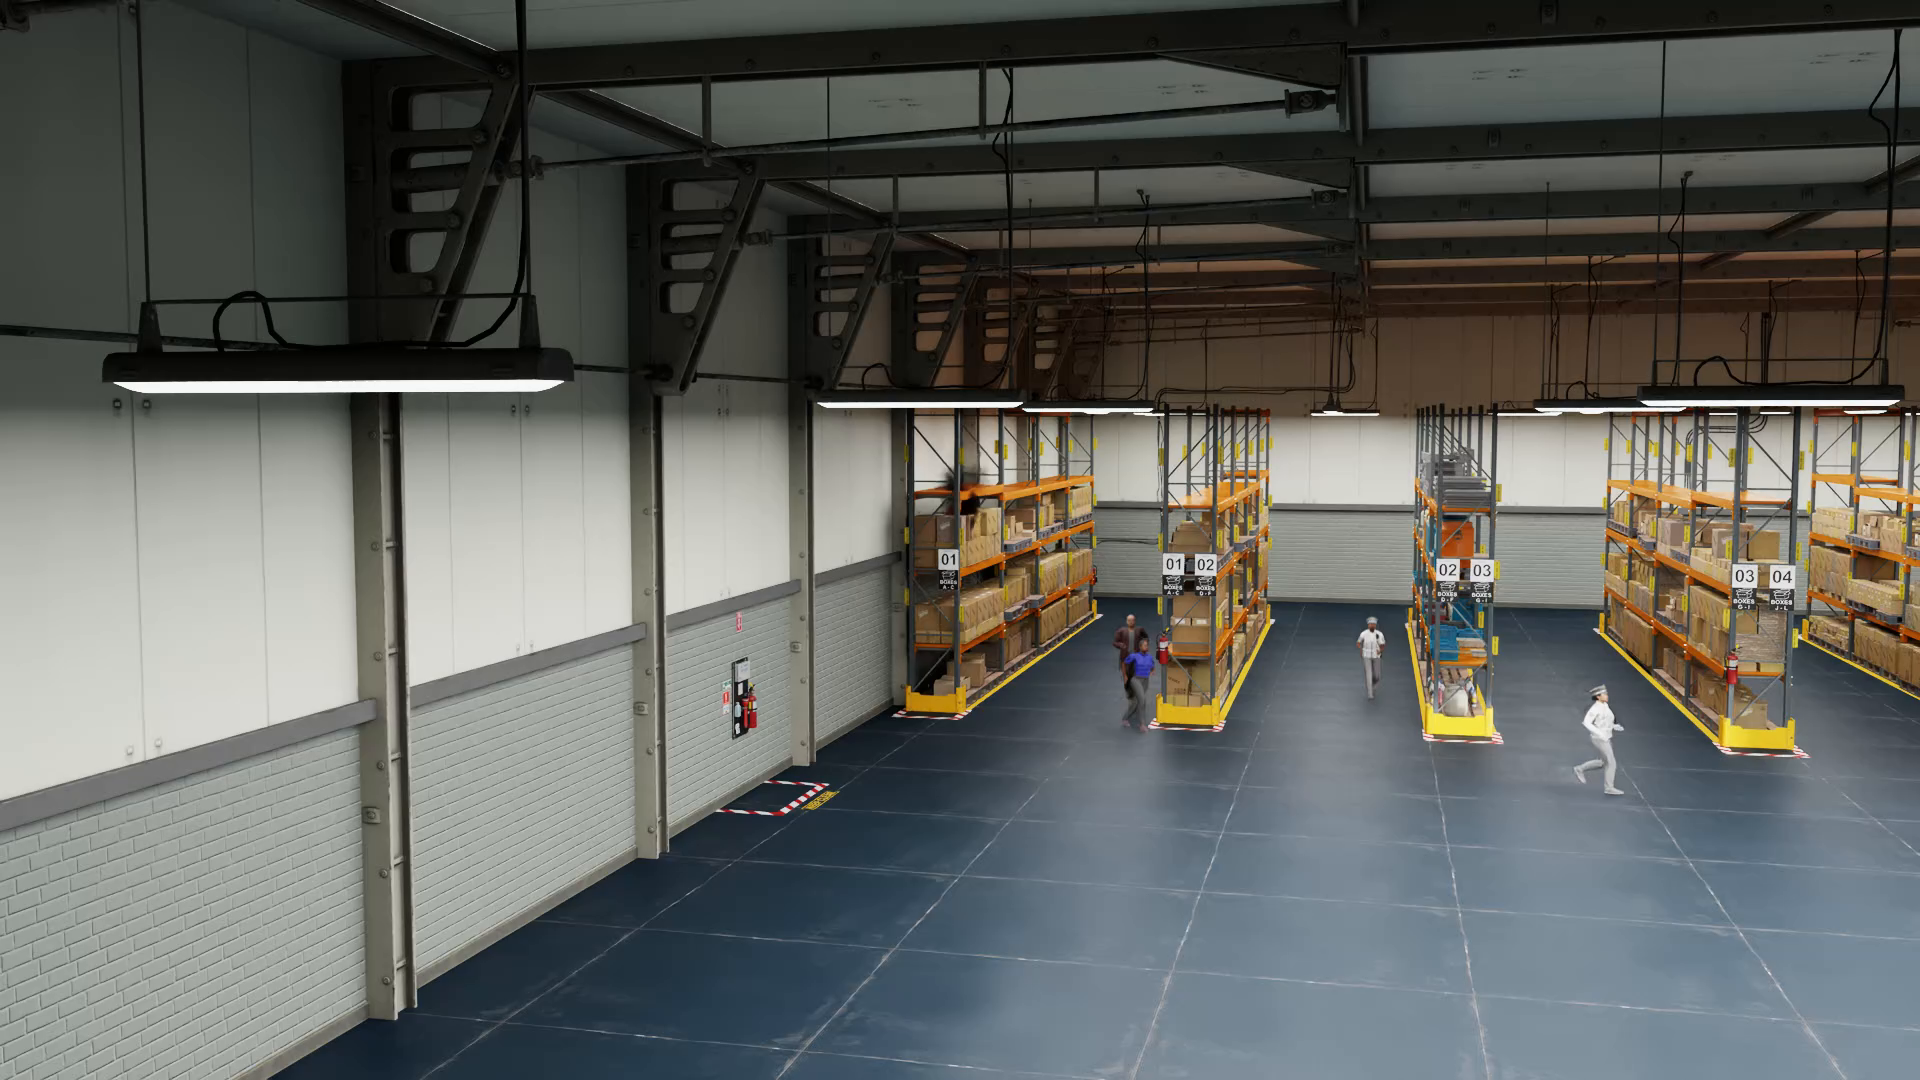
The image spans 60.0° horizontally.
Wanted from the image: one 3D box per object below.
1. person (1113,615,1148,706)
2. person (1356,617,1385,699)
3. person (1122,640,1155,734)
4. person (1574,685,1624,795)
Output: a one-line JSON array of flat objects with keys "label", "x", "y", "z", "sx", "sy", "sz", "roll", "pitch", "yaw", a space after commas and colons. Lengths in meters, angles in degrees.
[{"label": "person", "x": 3.418, "y": 2.375, "z": 33.324, "sx": 0.714, "sy": 1.763, "sz": 1.081, "roll": 0, "pitch": 4, "yaw": 6}, {"label": "person", "x": 8.449, "y": 2.403, "z": 34.198, "sx": 0.581, "sy": 1.655, "sz": 0.681, "roll": 1, "pitch": 4, "yaw": 10}, {"label": "person", "x": 3.345, "y": 2.677, "z": 30.610, "sx": 0.583, "sy": 1.641, "sz": 0.816, "roll": -3, "pitch": 5, "yaw": -31}, {"label": "person", "x": 9.784, "y": 3.036, "z": 25.439, "sx": 0.766, "sy": 1.662, "sz": 0.623, "roll": 3, "pitch": 5, "yaw": 38}]
